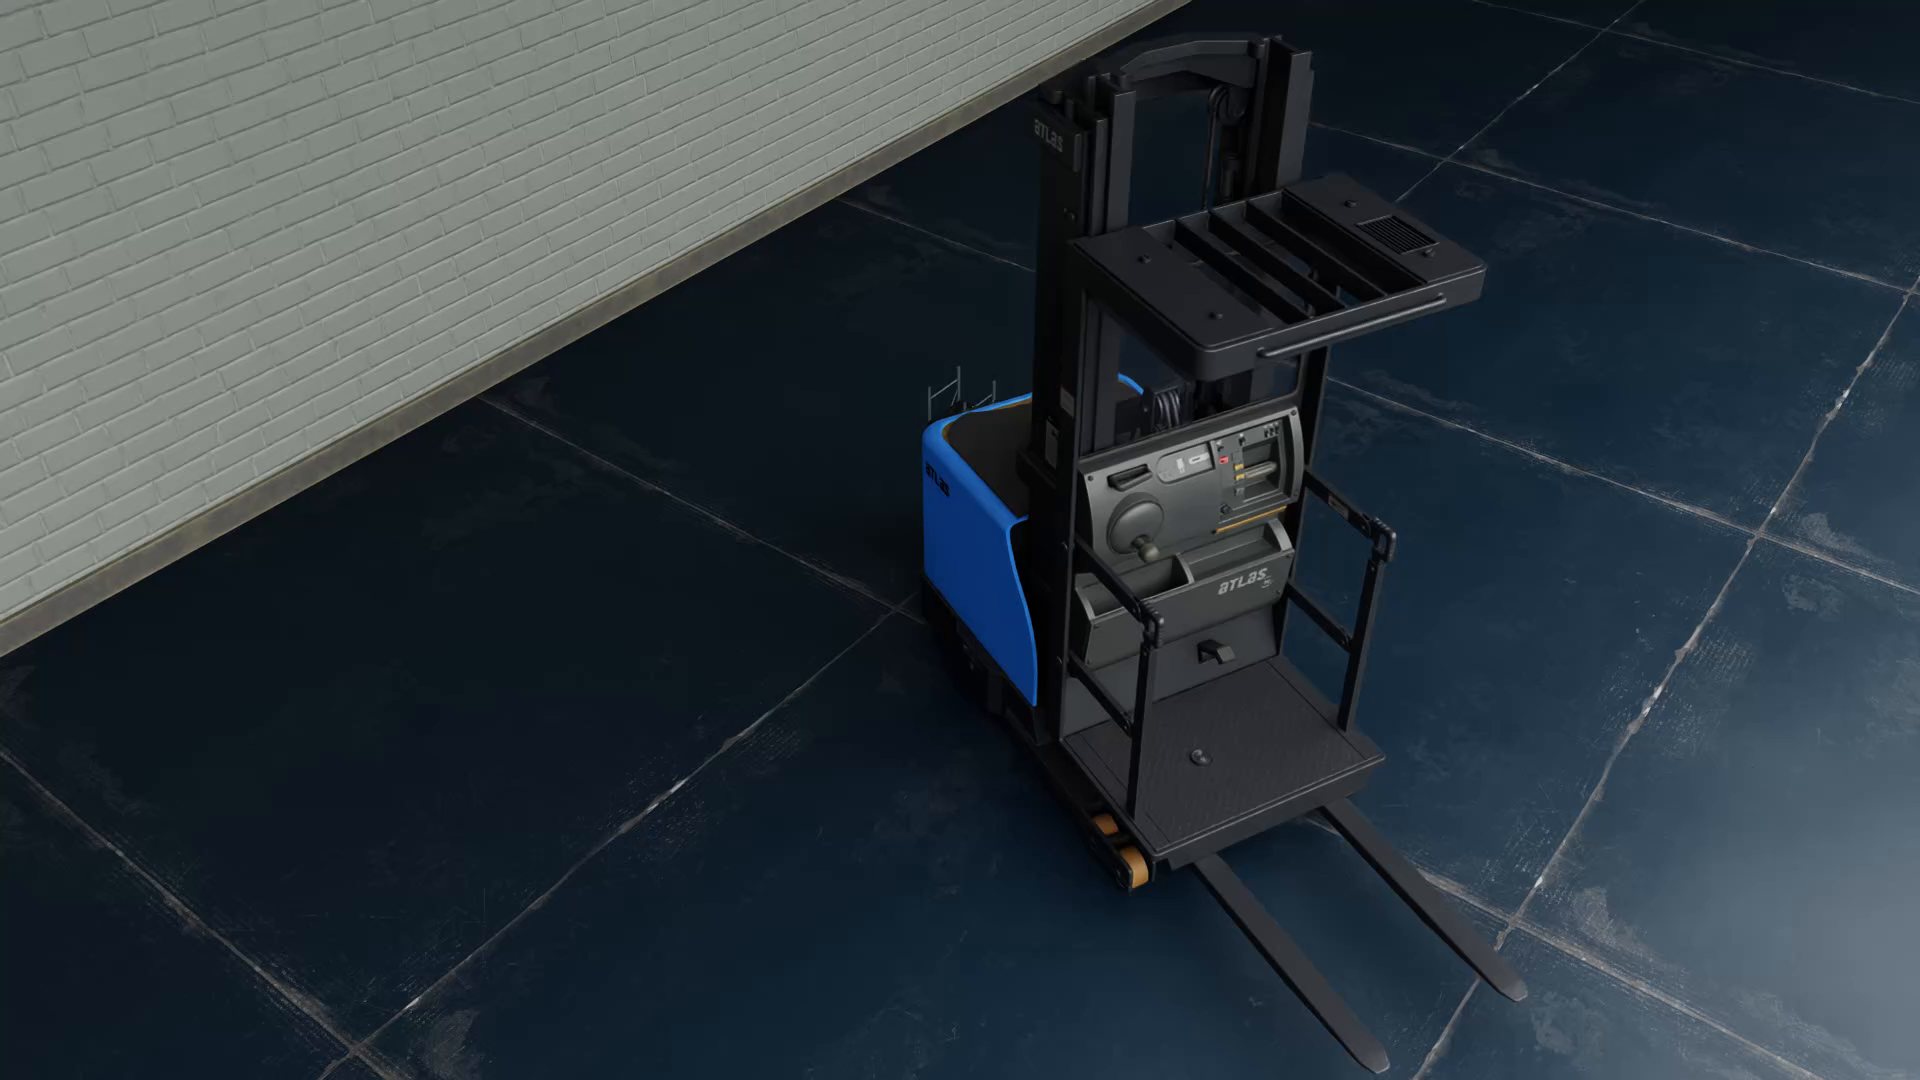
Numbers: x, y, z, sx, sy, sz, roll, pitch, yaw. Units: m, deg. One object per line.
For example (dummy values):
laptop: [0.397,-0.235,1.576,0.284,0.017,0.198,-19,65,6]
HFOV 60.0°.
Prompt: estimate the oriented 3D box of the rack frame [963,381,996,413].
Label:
rack frame: [0.087,-0.313,7.781,0.006,0.900,0.240,25,45,29]

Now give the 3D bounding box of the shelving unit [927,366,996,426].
shelving unit: [0.006,-0.351,7.829,0.210,0.900,0.258,25,45,29]

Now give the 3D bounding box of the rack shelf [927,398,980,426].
rack shelf: [0.006,-0.538,7.684,0.200,0.077,0.258,25,45,29]

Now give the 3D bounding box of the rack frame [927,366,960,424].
rack frame: [-0.074,-0.389,7.878,0.006,0.900,0.240,25,45,29]

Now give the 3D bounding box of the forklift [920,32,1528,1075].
forklift: [0.960,-0.133,5.903,1.130,2.935,3.031,-18,42,-22]
